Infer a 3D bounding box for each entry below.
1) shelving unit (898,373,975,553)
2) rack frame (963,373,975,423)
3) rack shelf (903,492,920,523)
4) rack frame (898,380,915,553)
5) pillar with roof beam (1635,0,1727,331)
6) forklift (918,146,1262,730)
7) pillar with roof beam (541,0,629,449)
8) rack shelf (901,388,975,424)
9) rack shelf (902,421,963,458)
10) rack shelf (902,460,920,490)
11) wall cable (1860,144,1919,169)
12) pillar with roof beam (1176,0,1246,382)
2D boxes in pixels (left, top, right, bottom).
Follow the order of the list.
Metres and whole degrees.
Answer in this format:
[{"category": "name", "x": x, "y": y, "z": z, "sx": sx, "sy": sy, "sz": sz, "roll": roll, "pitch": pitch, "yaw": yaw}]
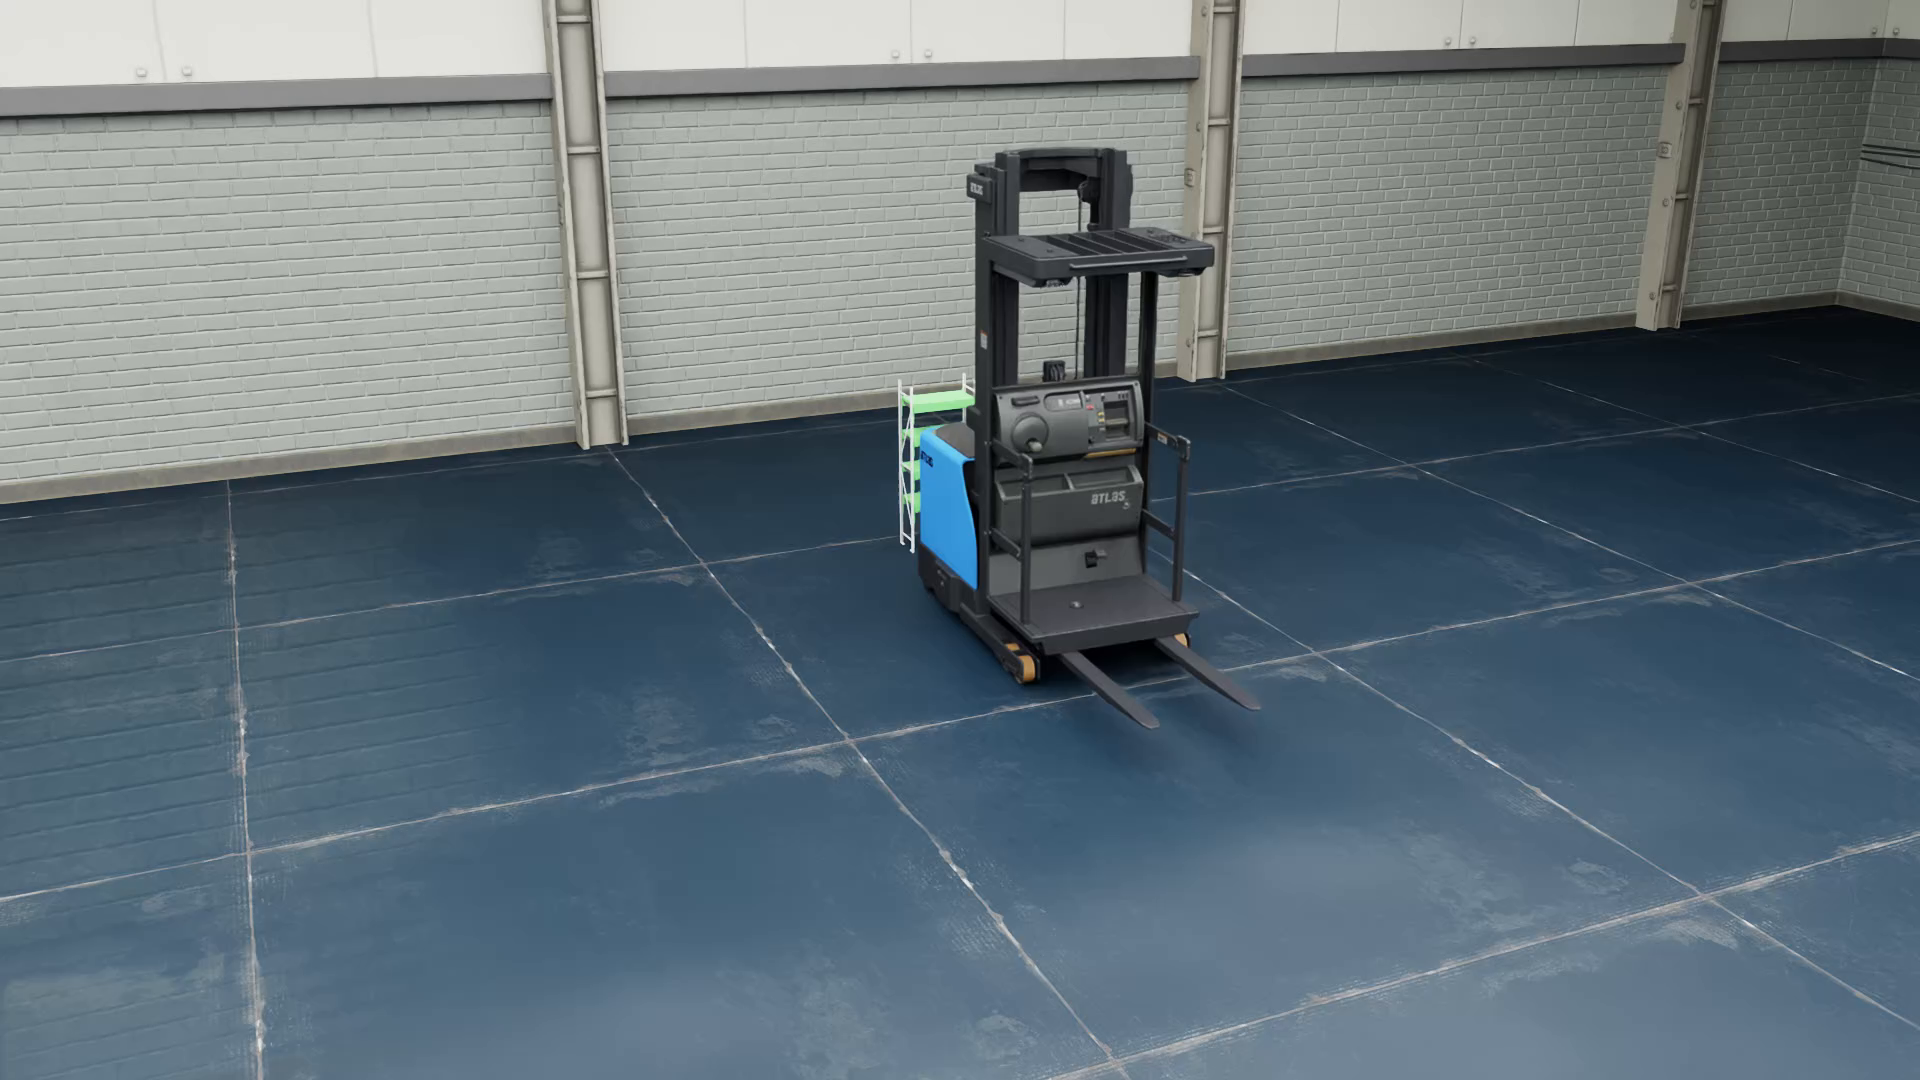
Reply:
[{"category": "shelving unit", "x": -0.152, "y": -0.544, "z": 11.761, "sx": 0.503, "sy": 1.200, "sz": 0.258, "roll": -8, "pitch": 21, "yaw": -22}, {"category": "rack frame", "x": 0.072, "y": -0.576, "z": 11.852, "sx": 0.015, "sy": 1.200, "sz": 0.240, "roll": -8, "pitch": 21, "yaw": -22}, {"category": "rack shelf", "x": -0.152, "y": -0.258, "z": 11.862, "sx": 0.480, "sy": 0.148, "sz": 0.258, "roll": -8, "pitch": 21, "yaw": -22}, {"category": "rack frame", "x": -0.376, "y": -0.512, "z": 11.670, "sx": 0.015, "sy": 1.200, "sz": 0.240, "roll": -8, "pitch": 21, "yaw": -22}, {"category": "pillar with roof beam", "x": 9.624, "y": -5.357, "z": 13.686, "sx": 0.400, "sy": 9.000, "sz": 9.100, "roll": -8, "pitch": 21, "yaw": -22}, {"category": "forklift", "x": 0.734, "y": -0.706, "z": 9.615, "sx": 1.130, "sy": 2.935, "sz": 3.031, "roll": -7, "pitch": 21, "yaw": -20}, {"category": "pillar with roof beam", "x": -1.395, "y": -3.778, "z": 9.202, "sx": 0.400, "sy": 9.000, "sz": 9.100, "roll": -8, "pitch": 21, "yaw": -22}, {"category": "rack shelf", "x": -0.152, "y": -0.937, "z": 11.623, "sx": 0.480, "sy": 0.148, "sz": 0.258, "roll": -8, "pitch": 21, "yaw": -22}, {"category": "rack shelf", "x": -0.152, "y": -0.710, "z": 11.702, "sx": 0.480, "sy": 0.148, "sz": 0.258, "roll": -8, "pitch": 21, "yaw": -22}, {"category": "rack shelf", "x": -0.152, "y": -0.484, "z": 11.782, "sx": 0.480, "sy": 0.148, "sz": 0.258, "roll": -8, "pitch": 21, "yaw": -22}, {"category": "wall cable", "x": 11.147, "y": -5.189, "z": 17.885, "sx": 0.112, "sy": 2.526, "sz": 3.097, "roll": -8, "pitch": 21, "yaw": -22}, {"category": "pillar with roof beam", "x": 4.114, "y": -4.567, "z": 11.444, "sx": 0.400, "sy": 9.000, "sz": 9.100, "roll": -8, "pitch": 21, "yaw": -22}]
